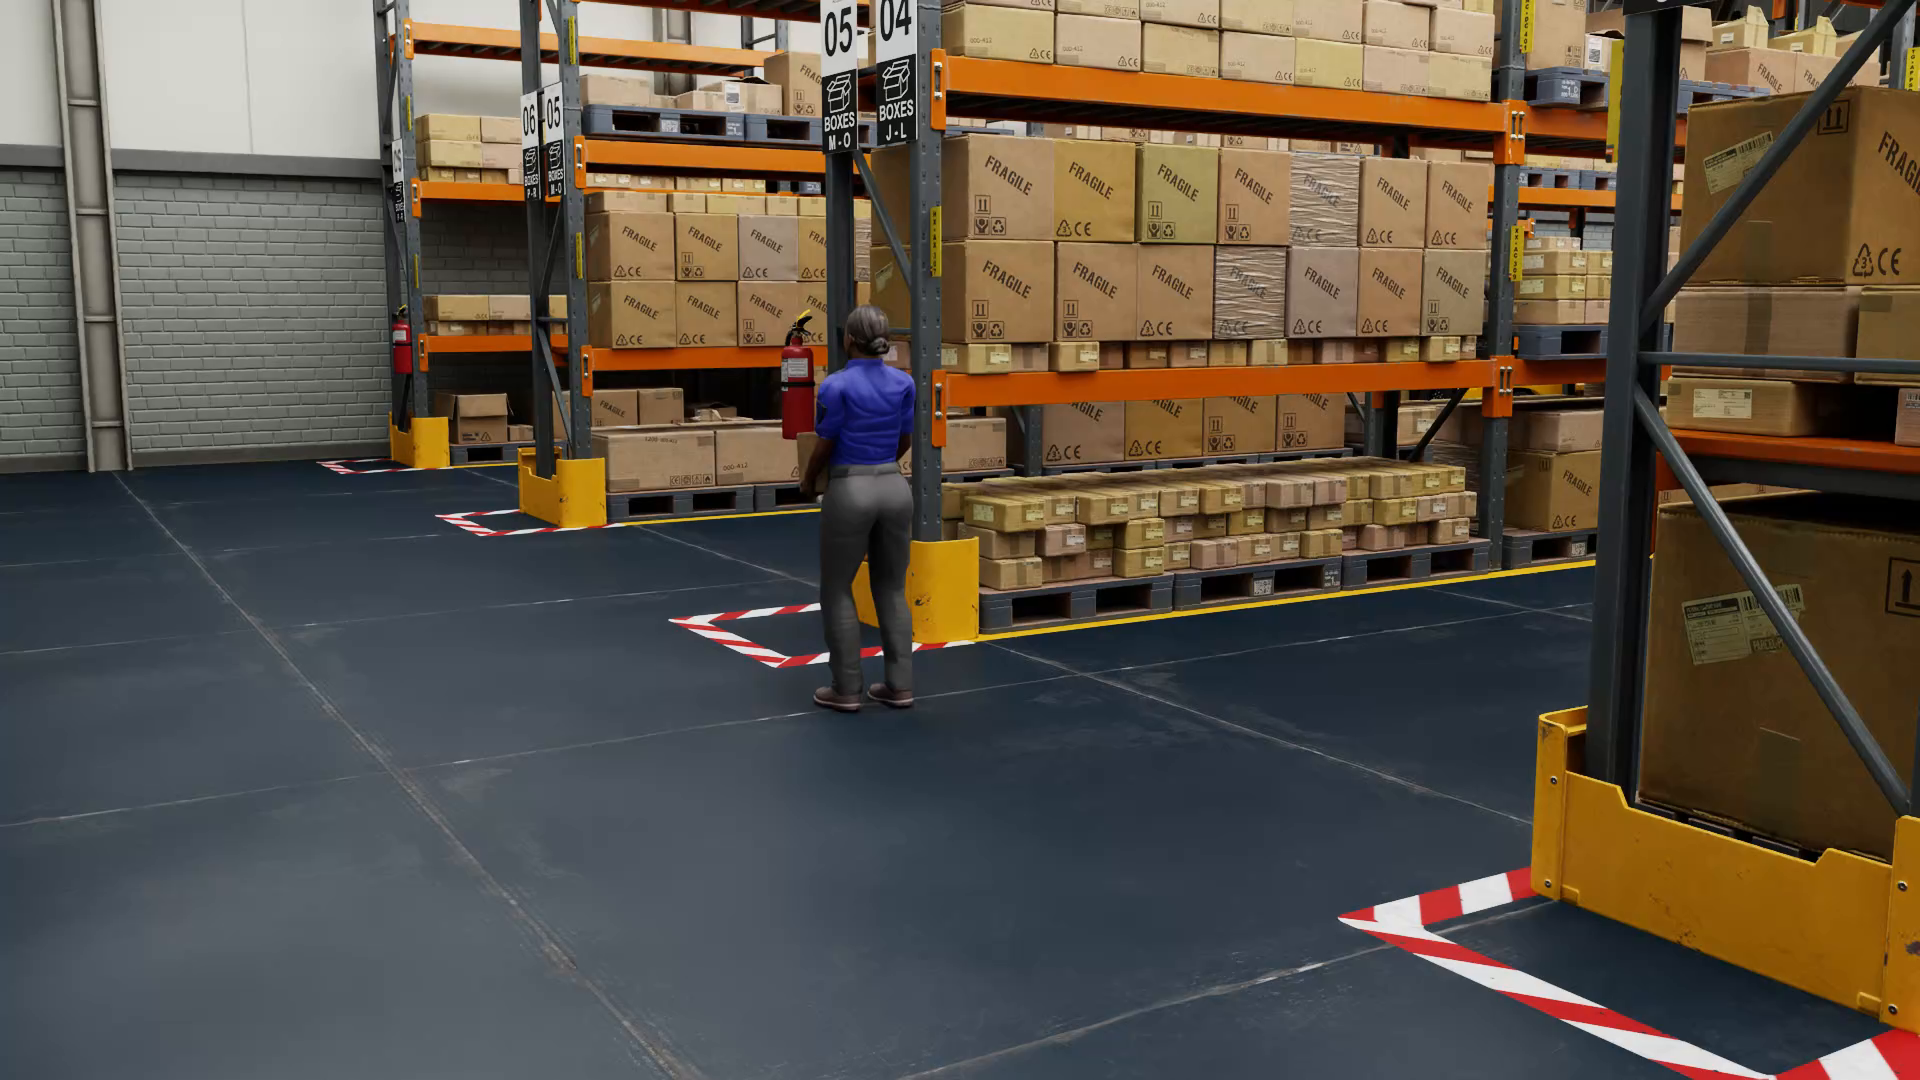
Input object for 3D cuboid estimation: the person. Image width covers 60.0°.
[{"bbox_3d":[-0.419,-0.133,6.803,0.450,1.647,0.517,-5,10,-30],"label":"person"}]
